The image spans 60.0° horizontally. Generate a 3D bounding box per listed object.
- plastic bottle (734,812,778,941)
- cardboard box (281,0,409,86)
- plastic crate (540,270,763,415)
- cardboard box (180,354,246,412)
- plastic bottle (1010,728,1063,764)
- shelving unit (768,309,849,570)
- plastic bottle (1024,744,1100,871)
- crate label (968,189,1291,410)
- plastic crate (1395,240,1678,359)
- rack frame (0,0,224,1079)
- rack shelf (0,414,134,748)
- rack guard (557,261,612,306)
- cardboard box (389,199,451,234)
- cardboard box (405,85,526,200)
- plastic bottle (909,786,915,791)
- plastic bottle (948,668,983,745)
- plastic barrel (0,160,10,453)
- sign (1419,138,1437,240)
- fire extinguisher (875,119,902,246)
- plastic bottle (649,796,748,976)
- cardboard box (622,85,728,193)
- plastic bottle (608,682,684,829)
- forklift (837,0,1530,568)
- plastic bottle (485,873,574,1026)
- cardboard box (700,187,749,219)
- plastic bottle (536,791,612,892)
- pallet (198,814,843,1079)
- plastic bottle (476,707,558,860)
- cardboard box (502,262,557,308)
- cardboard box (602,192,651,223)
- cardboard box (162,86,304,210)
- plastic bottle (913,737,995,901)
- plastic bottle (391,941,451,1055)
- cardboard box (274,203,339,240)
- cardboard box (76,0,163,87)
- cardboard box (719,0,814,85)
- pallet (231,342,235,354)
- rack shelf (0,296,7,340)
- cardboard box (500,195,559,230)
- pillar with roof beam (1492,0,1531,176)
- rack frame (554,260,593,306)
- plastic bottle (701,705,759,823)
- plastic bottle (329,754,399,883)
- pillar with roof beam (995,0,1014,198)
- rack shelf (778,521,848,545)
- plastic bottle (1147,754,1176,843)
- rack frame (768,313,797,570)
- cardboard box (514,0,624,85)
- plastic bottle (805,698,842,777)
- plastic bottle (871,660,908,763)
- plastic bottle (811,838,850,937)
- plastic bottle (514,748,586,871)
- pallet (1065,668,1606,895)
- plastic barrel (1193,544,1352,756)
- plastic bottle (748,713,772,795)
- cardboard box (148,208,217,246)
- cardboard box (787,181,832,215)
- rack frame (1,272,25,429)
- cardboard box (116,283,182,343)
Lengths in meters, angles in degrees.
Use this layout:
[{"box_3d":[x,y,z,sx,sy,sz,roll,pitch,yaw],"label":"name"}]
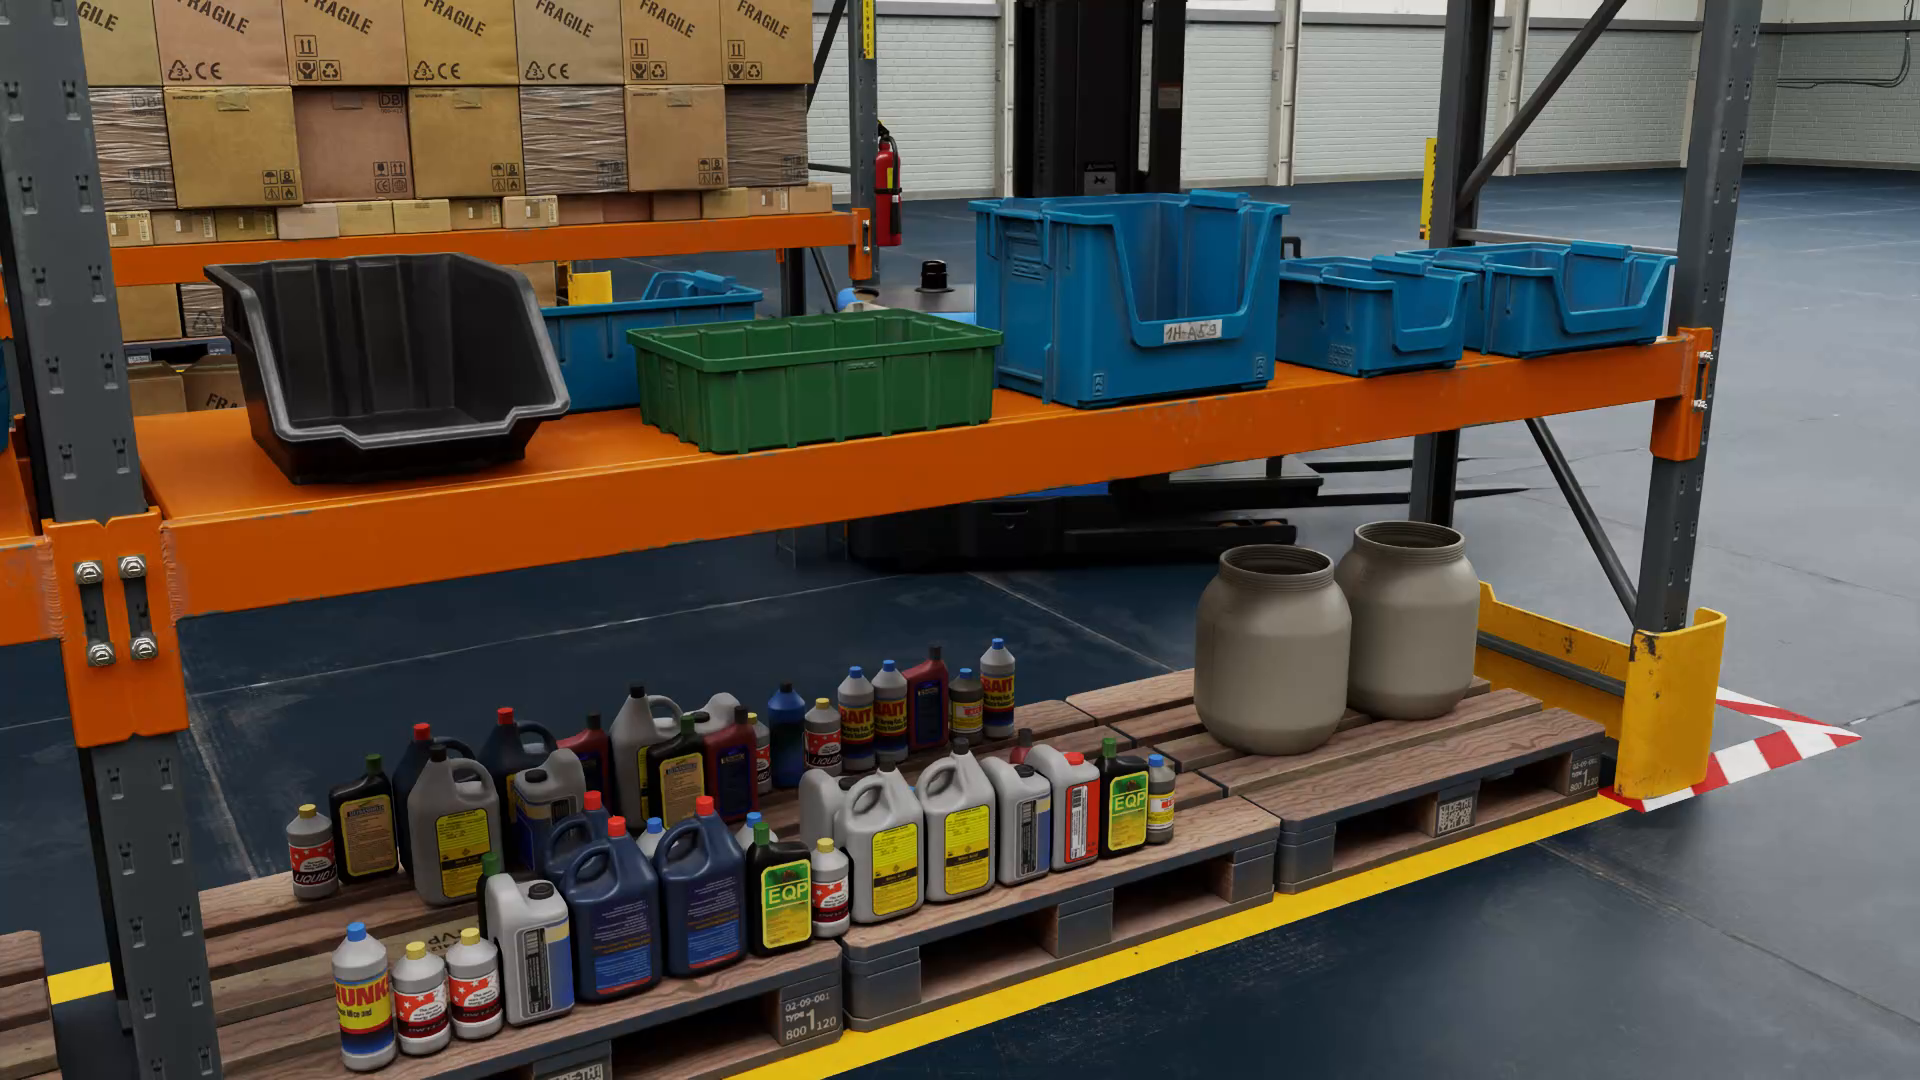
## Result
[{"box_3d":[-0.435,0.712,3.552,0.097,0.271,0.097,0,16,0],"label":"plastic bottle"},{"box_3d":[-2.787,-2.280,7.398,0.500,0.500,0.500,-9,18,-30],"label":"cardboard box"},{"box_3d":[-0.801,-0.463,3.781,0.616,0.251,0.499,-9,18,-30],"label":"plastic crate"},{"box_3d":[-3.310,-0.591,7.813,0.500,0.500,0.500,-3,16,-12],"label":"cardboard box"},{"box_3d":[0.185,0.583,3.992,0.133,0.283,0.061,-9,18,-30],"label":"plastic bottle"},{"box_3d":[-0.633,-0.422,6.970,0.252,1.050,0.215,-9,18,-30],"label":"shelving unit"},{"box_3d":[0.240,0.611,3.905,0.135,0.276,0.152,-9,18,-29],"label":"plastic bottle"},{"box_3d":[0.381,-0.573,3.831,0.616,0.435,0.502,-9,18,-30],"label":"crate label"},{"box_3d":[1.544,-0.664,4.497,0.616,0.251,0.499,-9,18,-30],"label":"plastic crate"},{"box_3d":[-1.610,-0.318,2.988,0.127,3.000,1.000,-9,18,-30],"label":"rack frame"},{"box_3d":[-3.324,0.306,2.094,4.000,0.370,1.077,-9,18,-30],"label":"rack shelf"},{"box_3d":[-3.179,-1.982,13.553,0.348,0.500,1.175,-9,18,-30],"label":"rack guard"},{"box_3d":[-2.542,-1.515,7.723,0.250,0.149,0.380,-9,18,-30],"label":"cardboard box"},{"box_3d":[-2.470,-1.918,7.959,0.500,0.500,0.875,-9,18,-30],"label":"cardboard box"},{"box_3d":[-0.118,0.668,3.839,0.097,0.201,0.097,0,16,0],"label":"plastic bottle"},{"box_3d":[0.016,0.455,4.597,0.097,0.201,0.097,0,16,0],"label":"plastic bottle"},{"box_3d":[-2.097,-0.576,2.979,0.708,0.901,0.600,-9,18,-30],"label":"plastic barrel"},{"box_3d":[1.540,-1.136,5.391,0.005,0.325,0.100,-9,18,-30],"label":"sign"},{"box_3d":[-0.396,-1.892,8.747,0.183,0.674,0.296,-9,18,-30],"label":"fire extinguisher"},{"box_3d":[-0.542,0.703,3.438,0.185,0.351,0.144,-10,19,-32],"label":"plastic bottle"},{"box_3d":[-1.584,-2.044,8.409,0.500,0.500,0.875,-9,18,-30],"label":"cardboard box"},{"box_3d":[-0.765,0.518,4.099,0.185,0.351,0.144,-9,18,-30],"label":"plastic bottle"},{"box_3d":[0.994,-1.456,7.175,3.031,2.935,1.130,-2,16,-8],"label":"forklift"},{"box_3d":[-0.848,0.787,3.276,0.135,0.276,0.152,-8,18,-28],"label":"plastic bottle"},{"box_3d":[-1.272,-1.731,8.492,0.250,0.149,0.380,-9,18,-30],"label":"cardboard box"},{"box_3d":[-0.778,0.696,3.463,0.185,0.351,0.144,-9,18,-30],"label":"plastic bottle"},{"box_3d":[-1.012,0.941,3.663,1.213,0.211,1.003,-9,18,-30],"label":"pallet"},{"box_3d":[-1.042,0.562,3.939,0.185,0.351,0.144,-10,19,-32],"label":"plastic bottle"},{"box_3d":[-3.747,-2.252,13.043,0.875,0.875,0.875,-9,18,-29],"label":"cardboard box"},{"box_3d":[-1.730,-1.674,8.291,0.250,0.149,0.380,-9,18,-30],"label":"cardboard box"},{"box_3d":[-3.296,-1.765,7.414,0.500,0.500,0.875,-9,18,-30],"label":"cardboard box"},{"box_3d":[-0.018,0.618,3.741,0.185,0.351,0.144,-8,18,-27],"label":"plastic bottle"},{"box_3d":[-1.024,0.860,3.153,0.097,0.201,0.097,0,16,0],"label":"plastic bottle"},{"box_3d":[-2.955,-1.439,7.450,0.250,0.149,0.380,-9,18,-30],"label":"cardboard box"},{"box_3d":[-3.644,-2.141,6.901,0.500,0.500,0.500,-9,18,-30],"label":"cardboard box"},{"box_3d":[-1.076,-2.560,8.394,0.500,0.500,0.500,-9,18,-30],"label":"cardboard box"},{"box_3d":[-4.889,-1.541,12.518,1.213,0.211,1.003,-9,18,-30],"label":"pallet"},{"box_3d":[-5.875,-0.840,6.182,4.000,0.370,1.077,-9,18,-30],"label":"rack shelf"},{"box_3d":[-2.101,-1.579,7.951,0.250,0.149,0.380,-9,18,-30],"label":"cardboard box"},{"box_3d":[13.334,-10.802,29.271,0.400,9.000,9.100,-9,18,-30],"label":"pillar with roof beam"},{"box_3d":[-3.199,-3.182,13.204,0.127,3.000,1.000,-9,18,-30],"label":"rack frame"},{"box_3d":[-0.568,0.553,4.098,0.133,0.283,0.061,-9,18,-30],"label":"plastic bottle"},{"box_3d":[-1.367,0.635,3.806,0.133,0.283,0.061,-8,18,-27],"label":"plastic bottle"},{"box_3d":[3.047,-9.134,23.321,0.400,9.000,9.100,-9,18,-30],"label":"pillar with roof beam"},{"box_3d":[-0.633,-0.144,7.048,0.240,0.259,0.215,-9,18,-30],"label":"rack shelf"},{"box_3d":[0.471,0.618,4.018,0.097,0.201,0.097,0,16,0],"label":"plastic bottle"},{"box_3d":[-0.737,-0.405,6.910,0.008,1.050,0.200,-9,18,-30],"label":"rack frame"},{"box_3d":[-1.931,-2.420,7.896,0.500,0.500,0.500,-9,18,-30],"label":"cardboard box"},{"box_3d":[-0.360,0.516,4.380,0.097,0.201,0.097,0,16,0],"label":"plastic bottle"},{"box_3d":[-0.189,0.455,4.469,0.097,0.271,0.097,0,16,0],"label":"plastic bottle"},{"box_3d":[-0.287,0.741,3.579,0.097,0.201,0.097,0,16,0],"label":"plastic bottle"},{"box_3d":[-0.944,0.629,3.839,0.135,0.276,0.152,-9,18,-30],"label":"plastic bottle"},{"box_3d":[1.079,0.601,4.873,1.213,0.211,1.003,-9,18,-30],"label":"pallet"},{"box_3d":[0.865,0.300,4.613,0.421,0.512,0.421,0,16,0],"label":"plastic barrel"},{"box_3d":[-0.536,0.545,4.278,0.097,0.201,0.097,0,16,0],"label":"plastic bottle"},{"box_3d":[-3.400,-1.377,7.229,0.250,0.149,0.380,-9,18,-30],"label":"cardboard box"},{"box_3d":[-0.870,-1.812,8.782,0.250,0.149,0.380,-9,18,-30],"label":"cardboard box"},{"box_3d":[-4.160,-1.464,7.076,0.127,3.000,1.000,-9,18,-30],"label":"rack frame"},{"box_3d":[-6.053,-1.876,11.704,0.875,0.875,0.875,-9,18,-29],"label":"cardboard box"}]
